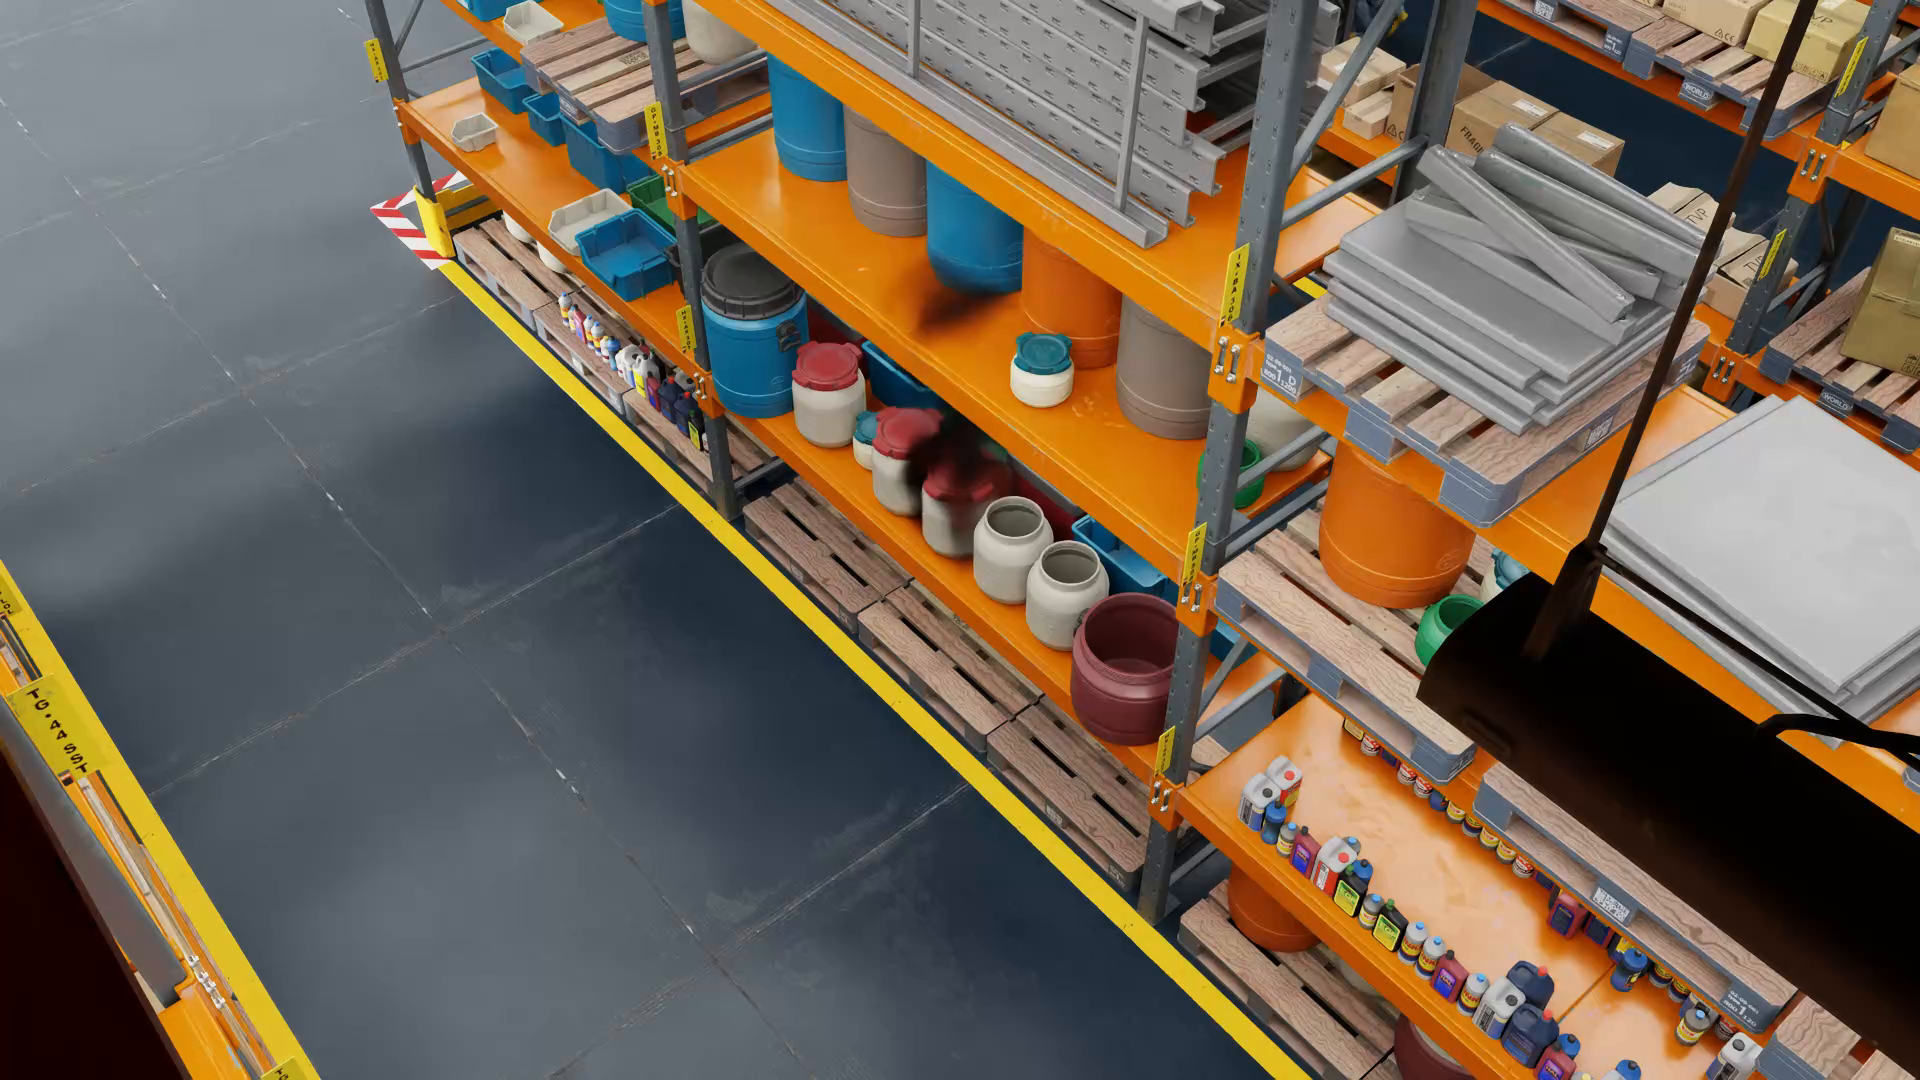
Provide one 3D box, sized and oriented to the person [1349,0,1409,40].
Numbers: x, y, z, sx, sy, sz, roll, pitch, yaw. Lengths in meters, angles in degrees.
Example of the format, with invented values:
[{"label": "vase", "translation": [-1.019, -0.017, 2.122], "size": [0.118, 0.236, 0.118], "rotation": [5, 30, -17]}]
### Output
[{"label": "person", "translation": [3.749, -5.176, 14.736], "size": [0.647, 1.698, 0.701], "rotation": [19, 49, 17]}]
